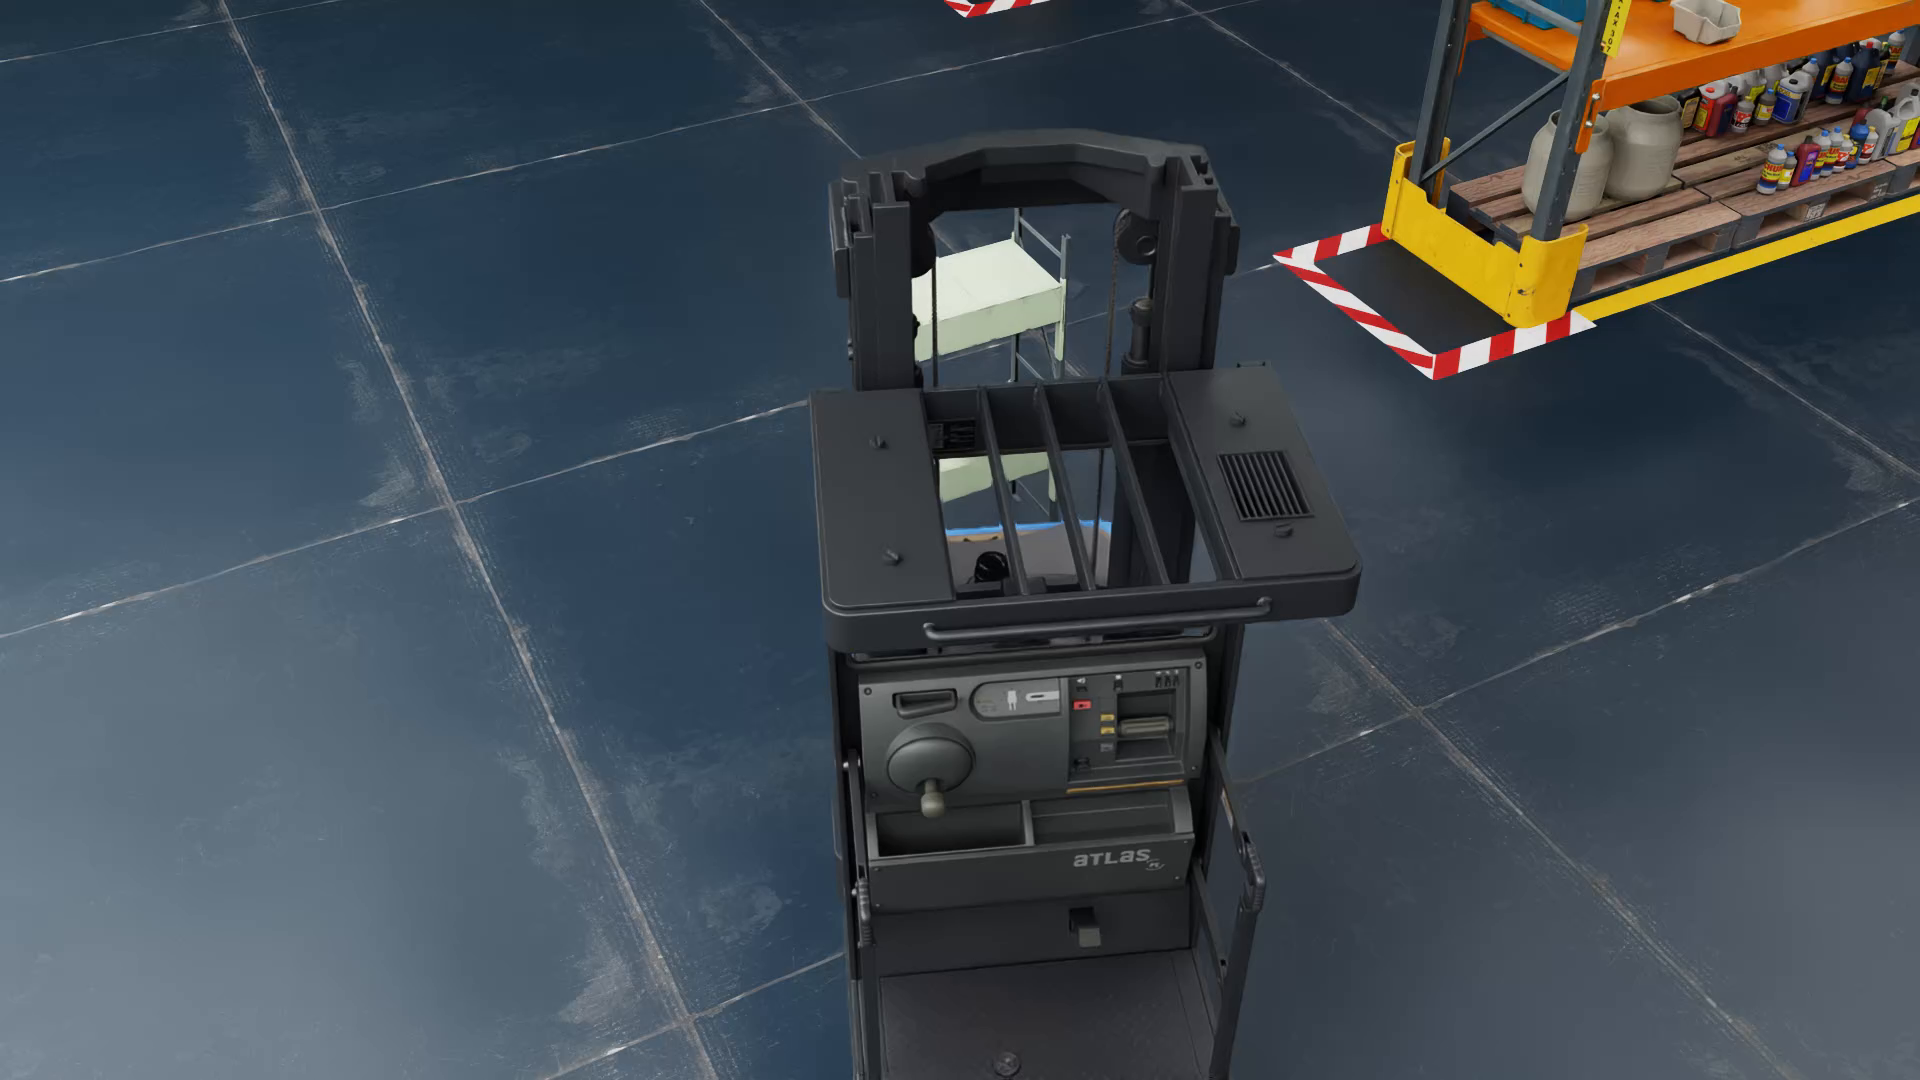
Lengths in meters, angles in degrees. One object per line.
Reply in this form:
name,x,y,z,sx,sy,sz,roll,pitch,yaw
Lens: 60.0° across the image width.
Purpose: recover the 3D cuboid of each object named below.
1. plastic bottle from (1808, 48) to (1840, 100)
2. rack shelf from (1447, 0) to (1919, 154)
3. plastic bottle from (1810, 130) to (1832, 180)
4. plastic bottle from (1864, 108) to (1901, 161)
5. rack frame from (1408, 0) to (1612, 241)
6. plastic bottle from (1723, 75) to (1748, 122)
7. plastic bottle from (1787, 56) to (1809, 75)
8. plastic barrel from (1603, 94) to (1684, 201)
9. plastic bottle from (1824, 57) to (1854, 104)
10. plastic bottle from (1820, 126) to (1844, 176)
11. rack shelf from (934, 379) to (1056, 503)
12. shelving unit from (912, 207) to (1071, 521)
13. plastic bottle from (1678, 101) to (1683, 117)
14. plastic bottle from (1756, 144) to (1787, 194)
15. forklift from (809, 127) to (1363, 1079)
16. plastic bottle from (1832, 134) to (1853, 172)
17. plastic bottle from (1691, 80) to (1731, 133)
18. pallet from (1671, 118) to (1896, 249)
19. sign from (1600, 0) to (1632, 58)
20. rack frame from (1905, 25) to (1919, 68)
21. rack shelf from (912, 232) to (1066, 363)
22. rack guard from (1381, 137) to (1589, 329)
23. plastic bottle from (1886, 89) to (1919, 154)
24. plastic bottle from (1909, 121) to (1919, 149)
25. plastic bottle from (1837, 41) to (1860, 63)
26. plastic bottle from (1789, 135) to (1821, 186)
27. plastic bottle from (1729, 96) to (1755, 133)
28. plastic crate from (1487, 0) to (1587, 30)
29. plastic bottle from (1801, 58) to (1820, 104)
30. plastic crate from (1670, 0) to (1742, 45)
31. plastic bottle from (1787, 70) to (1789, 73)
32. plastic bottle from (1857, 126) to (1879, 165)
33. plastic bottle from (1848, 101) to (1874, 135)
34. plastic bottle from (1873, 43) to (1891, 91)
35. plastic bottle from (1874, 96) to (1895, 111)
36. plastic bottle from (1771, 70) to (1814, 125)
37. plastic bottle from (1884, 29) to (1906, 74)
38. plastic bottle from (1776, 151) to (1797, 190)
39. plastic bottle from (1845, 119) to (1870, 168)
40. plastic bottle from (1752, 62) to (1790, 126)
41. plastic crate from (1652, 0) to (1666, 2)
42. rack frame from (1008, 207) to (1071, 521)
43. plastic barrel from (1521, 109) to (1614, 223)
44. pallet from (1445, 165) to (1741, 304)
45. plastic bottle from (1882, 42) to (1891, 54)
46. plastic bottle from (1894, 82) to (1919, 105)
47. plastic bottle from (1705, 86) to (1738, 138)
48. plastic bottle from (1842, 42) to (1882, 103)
plastic bottle,5.177,-2.842,9.995,0.185,0.351,0.144,-20,44,-22
rack shelf,4.478,-2.873,8.879,4.000,0.370,1.077,-19,44,-21
plastic bottle,4.760,-2.142,9.230,0.097,0.271,0.097,0,40,0
plastic bottle,5.211,-2.316,9.431,0.135,0.276,0.152,-18,43,-20
rack frame,2.704,-2.551,7.942,0.127,3.000,1.000,-19,44,-21
plastic bottle,4.490,-2.579,9.743,0.135,0.276,0.152,-20,44,-22
plastic bottle,5.011,-2.791,9.987,0.133,0.283,0.061,-17,43,-19
plastic barrel,3.697,-2.151,9.070,0.421,0.512,0.421,0,40,0
plastic bottle,5.271,-2.755,9.955,0.097,0.271,0.097,0,40,0
plastic bottle,4.849,-2.172,9.265,0.097,0.271,0.097,0,40,0
rack shelf,-0.006,-0.322,6.974,0.720,0.370,0.431,-19,44,-21
shelving unit,-0.006,-0.570,6.763,0.755,1.500,0.431,-19,44,-21
plastic bottle,4.130,-2.450,9.648,0.097,0.201,0.097,0,40,0
plastic bottle,4.456,-2.040,9.109,0.097,0.271,0.097,0,40,0
forklift,0.225,0.596,4.277,1.130,2.935,3.031,-4,40,-5
plastic bottle,4.937,-2.175,9.323,0.097,0.201,0.097,0,40,0
plastic bottle,4.367,-2.538,9.694,0.135,0.276,0.152,-18,44,-20
pallet,4.553,-2.137,9.611,1.213,0.211,1.003,-19,44,-21
sign,2.954,-2.340,7.478,0.005,0.325,0.100,-19,44,-21
rack frame,6.252,-3.744,9.352,0.127,3.000,1.000,-19,44,-21
rack shelf,-0.006,-0.868,6.511,0.720,0.370,0.431,-19,44,-21
rack guard,2.750,-1.646,8.808,0.348,0.500,1.175,-19,44,-21
plastic bottle,5.357,-2.390,9.462,0.185,0.351,0.144,-19,44,-21
plastic bottle,5.518,-2.388,9.512,0.133,0.283,0.061,-16,43,-18
plastic bottle,5.344,-2.898,10.062,0.185,0.351,0.144,-17,43,-20
plastic bottle,4.665,-2.101,9.173,0.133,0.283,0.061,-18,43,-20
plastic bottle,4.564,-2.485,9.689,0.097,0.201,0.097,0,40,0
plastic crate,3.010,-2.815,8.369,0.616,0.251,0.499,-19,44,-21
plastic bottle,5.063,-2.746,9.944,0.097,0.271,0.097,0,40,0
plastic crate,3.646,-2.533,8.125,0.250,0.136,0.298,-19,44,-21
plastic bottle,4.915,-2.714,9.960,0.097,0.201,0.097,0,40,0
plastic bottle,5.119,-2.236,9.395,0.097,0.201,0.097,0,40,0
plastic bottle,5.161,-2.379,9.501,0.133,0.283,0.061,-19,44,-21
plastic bottle,5.542,-2.859,10.067,0.133,0.283,0.061,-19,44,-21
plastic bottle,5.287,-2.416,9.544,0.133,0.283,0.061,-19,44,-21
plastic bottle,4.890,-2.609,9.778,0.135,0.276,0.152,-19,44,-21
plastic bottle,5.767,-3.027,10.276,0.097,0.271,0.097,0,40,0
plastic bottle,4.548,-2.044,9.168,0.097,0.201,0.097,0,40,0
plastic bottle,5.028,-2.232,9.337,0.097,0.271,0.097,0,40,0
plastic bottle,4.779,-2.673,9.796,0.284,0.351,0.242,-19,44,-21
plastic crate,3.588,-3.005,8.594,0.408,0.251,0.499,-19,44,-21
rack frame,0.319,-0.680,6.892,0.023,1.500,0.400,-19,44,-21
plastic barrel,3.252,-2.002,8.894,0.421,0.512,0.421,0,40,0
pallet,3.473,-1.775,9.184,1.213,0.211,1.003,-19,44,-21
plastic bottle,5.676,-2.970,10.262,0.097,0.201,0.097,0,40,0
plastic bottle,5.553,-2.536,9.691,0.135,0.276,0.152,-19,44,-21
plastic bottle,4.416,-2.480,9.620,0.133,0.283,0.061,-19,44,-21
plastic bottle,5.411,-2.816,9.964,0.185,0.351,0.144,-19,44,-21
